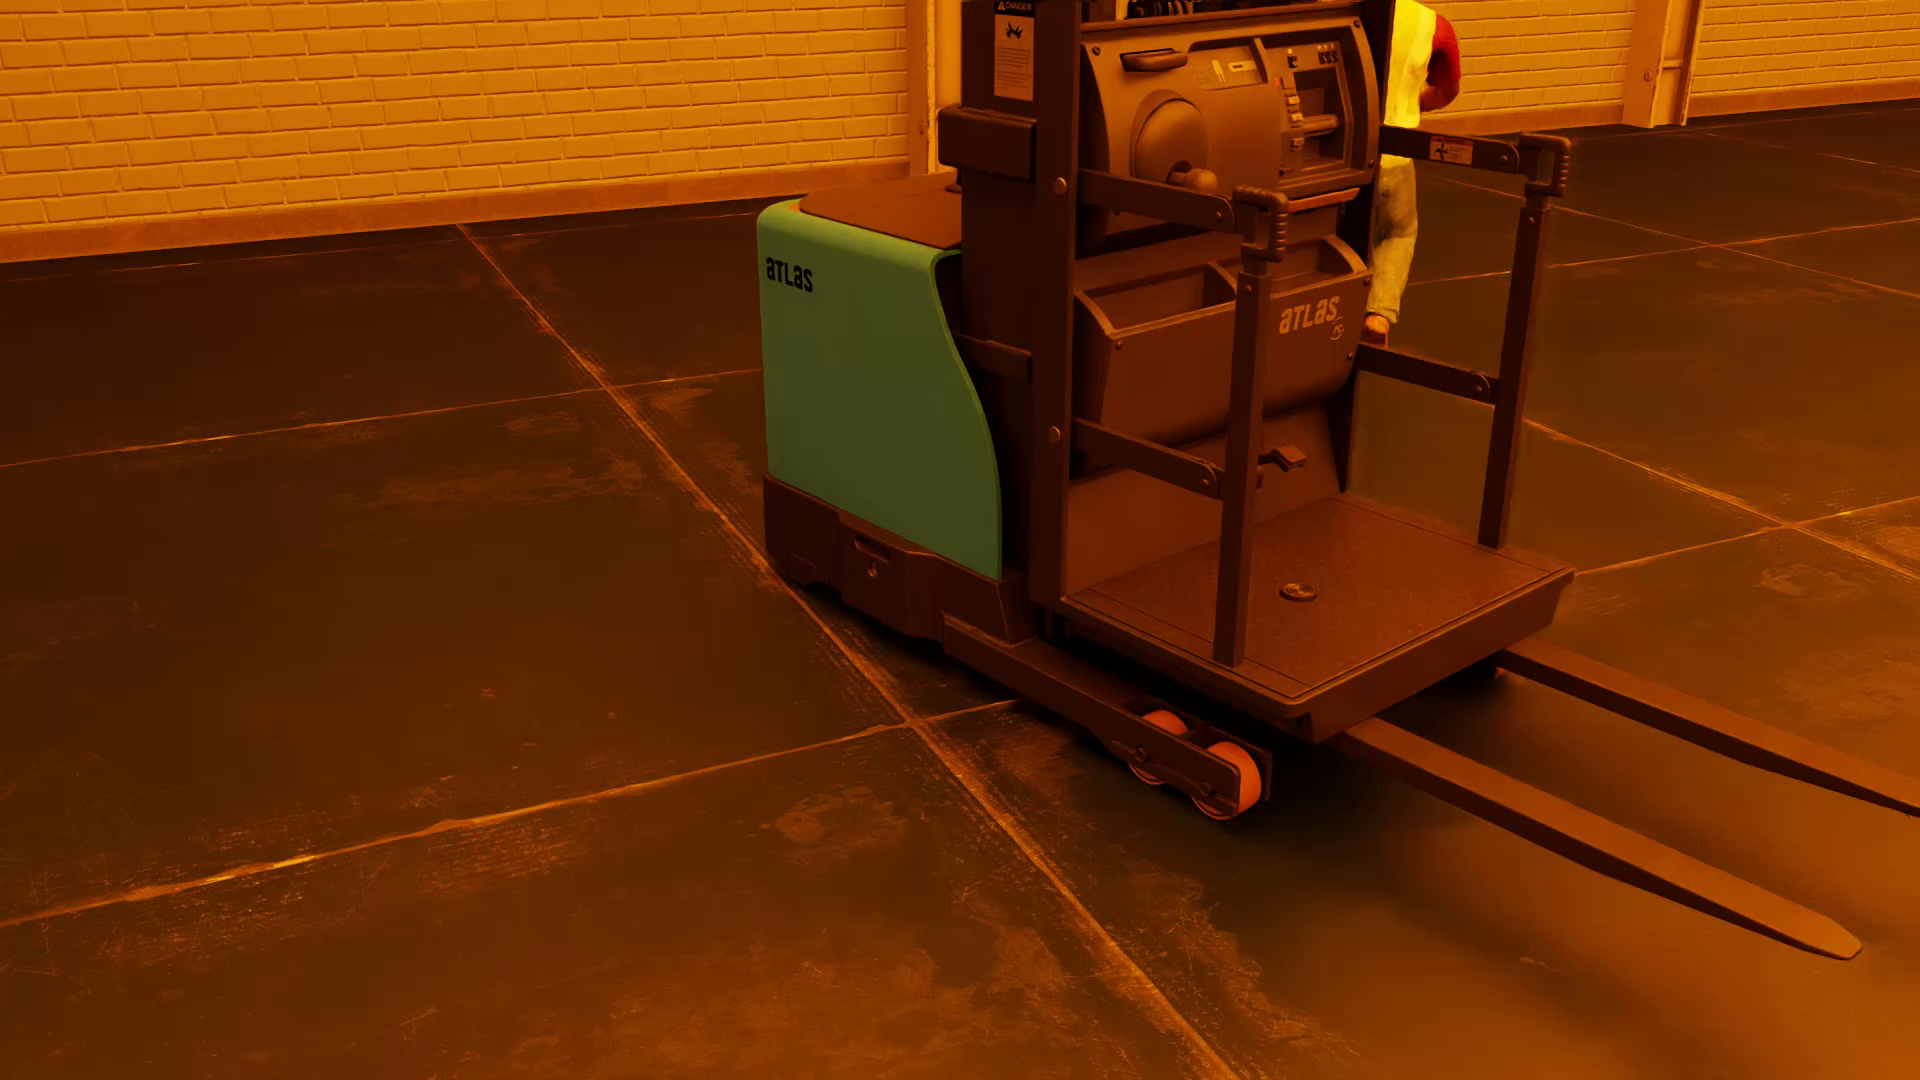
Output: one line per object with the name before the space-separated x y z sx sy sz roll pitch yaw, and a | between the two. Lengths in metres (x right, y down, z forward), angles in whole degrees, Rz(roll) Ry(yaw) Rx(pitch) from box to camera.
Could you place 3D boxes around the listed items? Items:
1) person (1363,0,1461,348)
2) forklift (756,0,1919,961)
person | 1.599 -1.575 6.679 0.729 1.709 0.626 9 24 20
forklift | 0.773 -0.961 3.600 1.130 2.935 3.031 -18 29 -37
